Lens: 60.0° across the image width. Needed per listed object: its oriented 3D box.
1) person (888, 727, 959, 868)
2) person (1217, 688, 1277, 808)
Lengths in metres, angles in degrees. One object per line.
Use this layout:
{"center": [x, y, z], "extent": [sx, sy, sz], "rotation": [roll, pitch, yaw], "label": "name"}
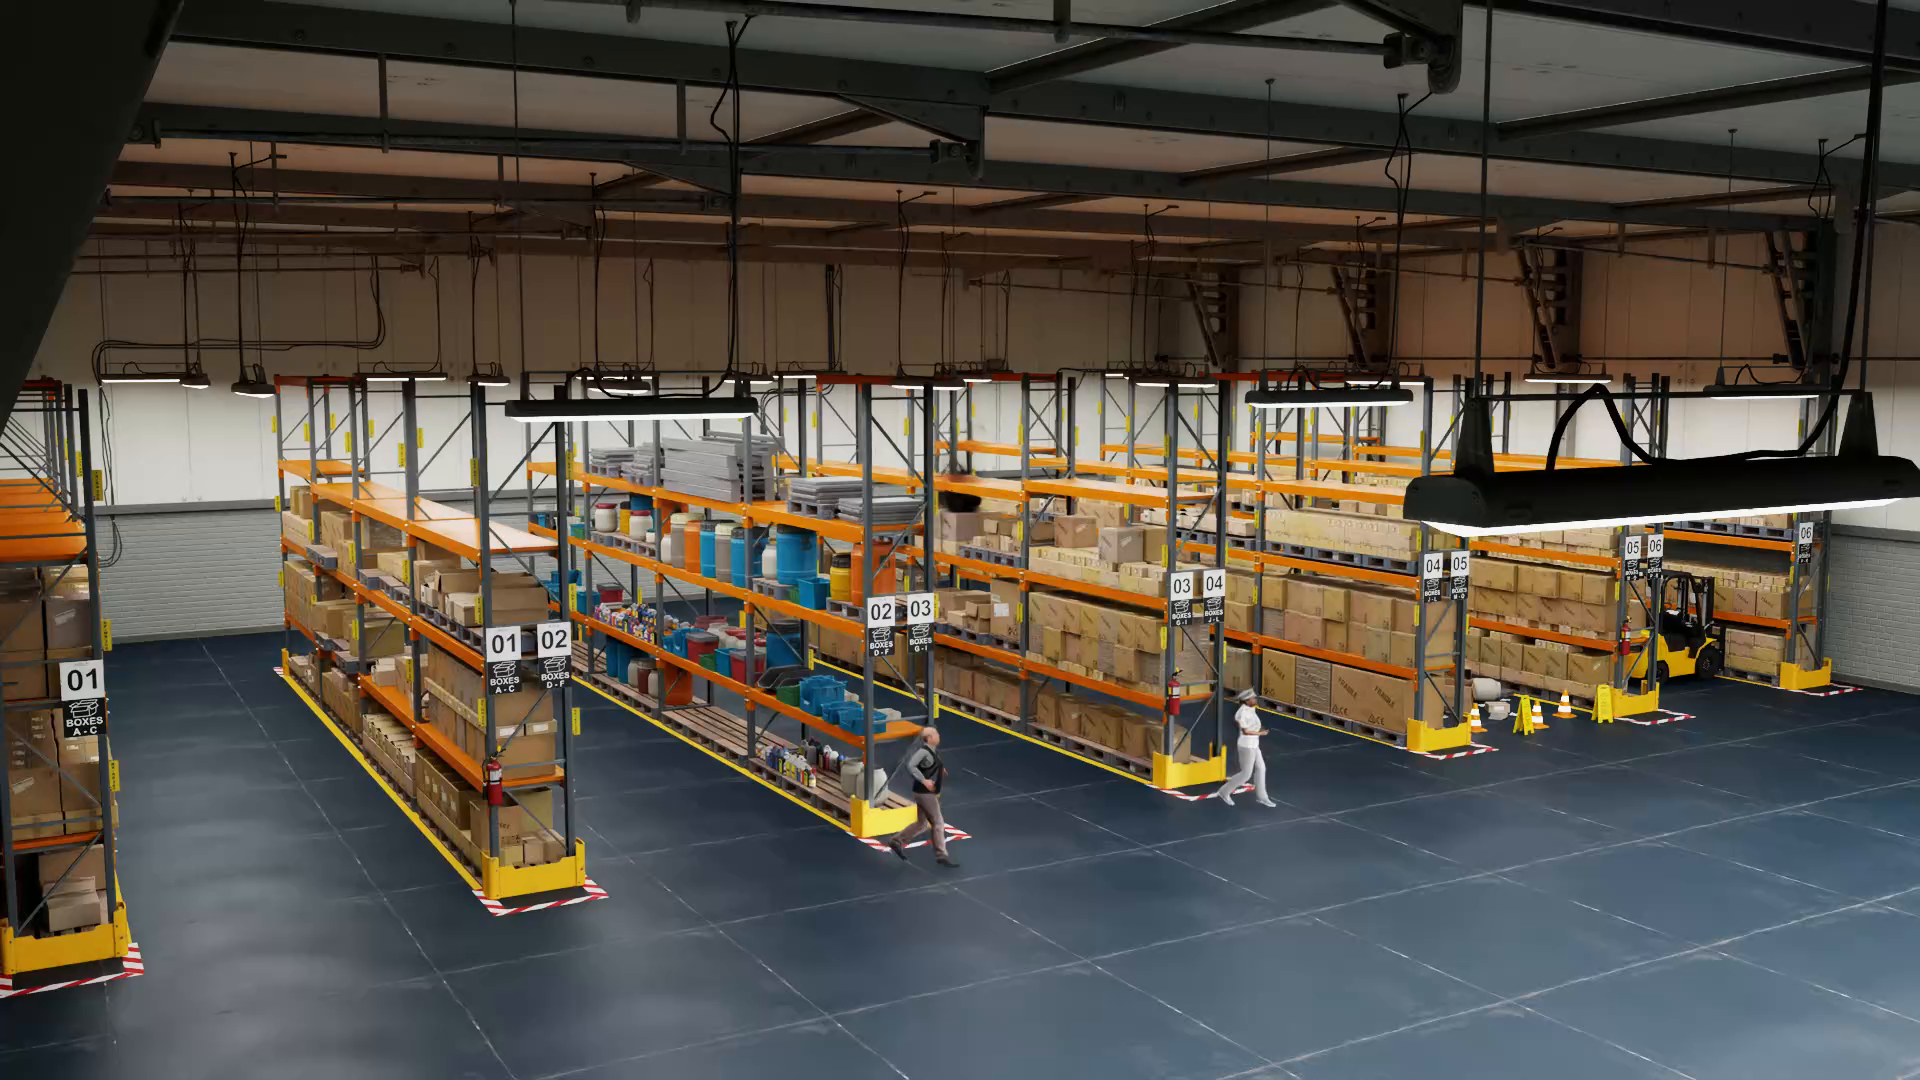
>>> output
{"center": [-0.439, 3.208, 20.937], "extent": [0.911, 1.722, 0.676], "rotation": [1, 6, 6], "label": "person"}
{"center": [4.046, 2.924, 23.383], "extent": [0.824, 1.723, 0.587], "rotation": [2, 6, 14], "label": "person"}
